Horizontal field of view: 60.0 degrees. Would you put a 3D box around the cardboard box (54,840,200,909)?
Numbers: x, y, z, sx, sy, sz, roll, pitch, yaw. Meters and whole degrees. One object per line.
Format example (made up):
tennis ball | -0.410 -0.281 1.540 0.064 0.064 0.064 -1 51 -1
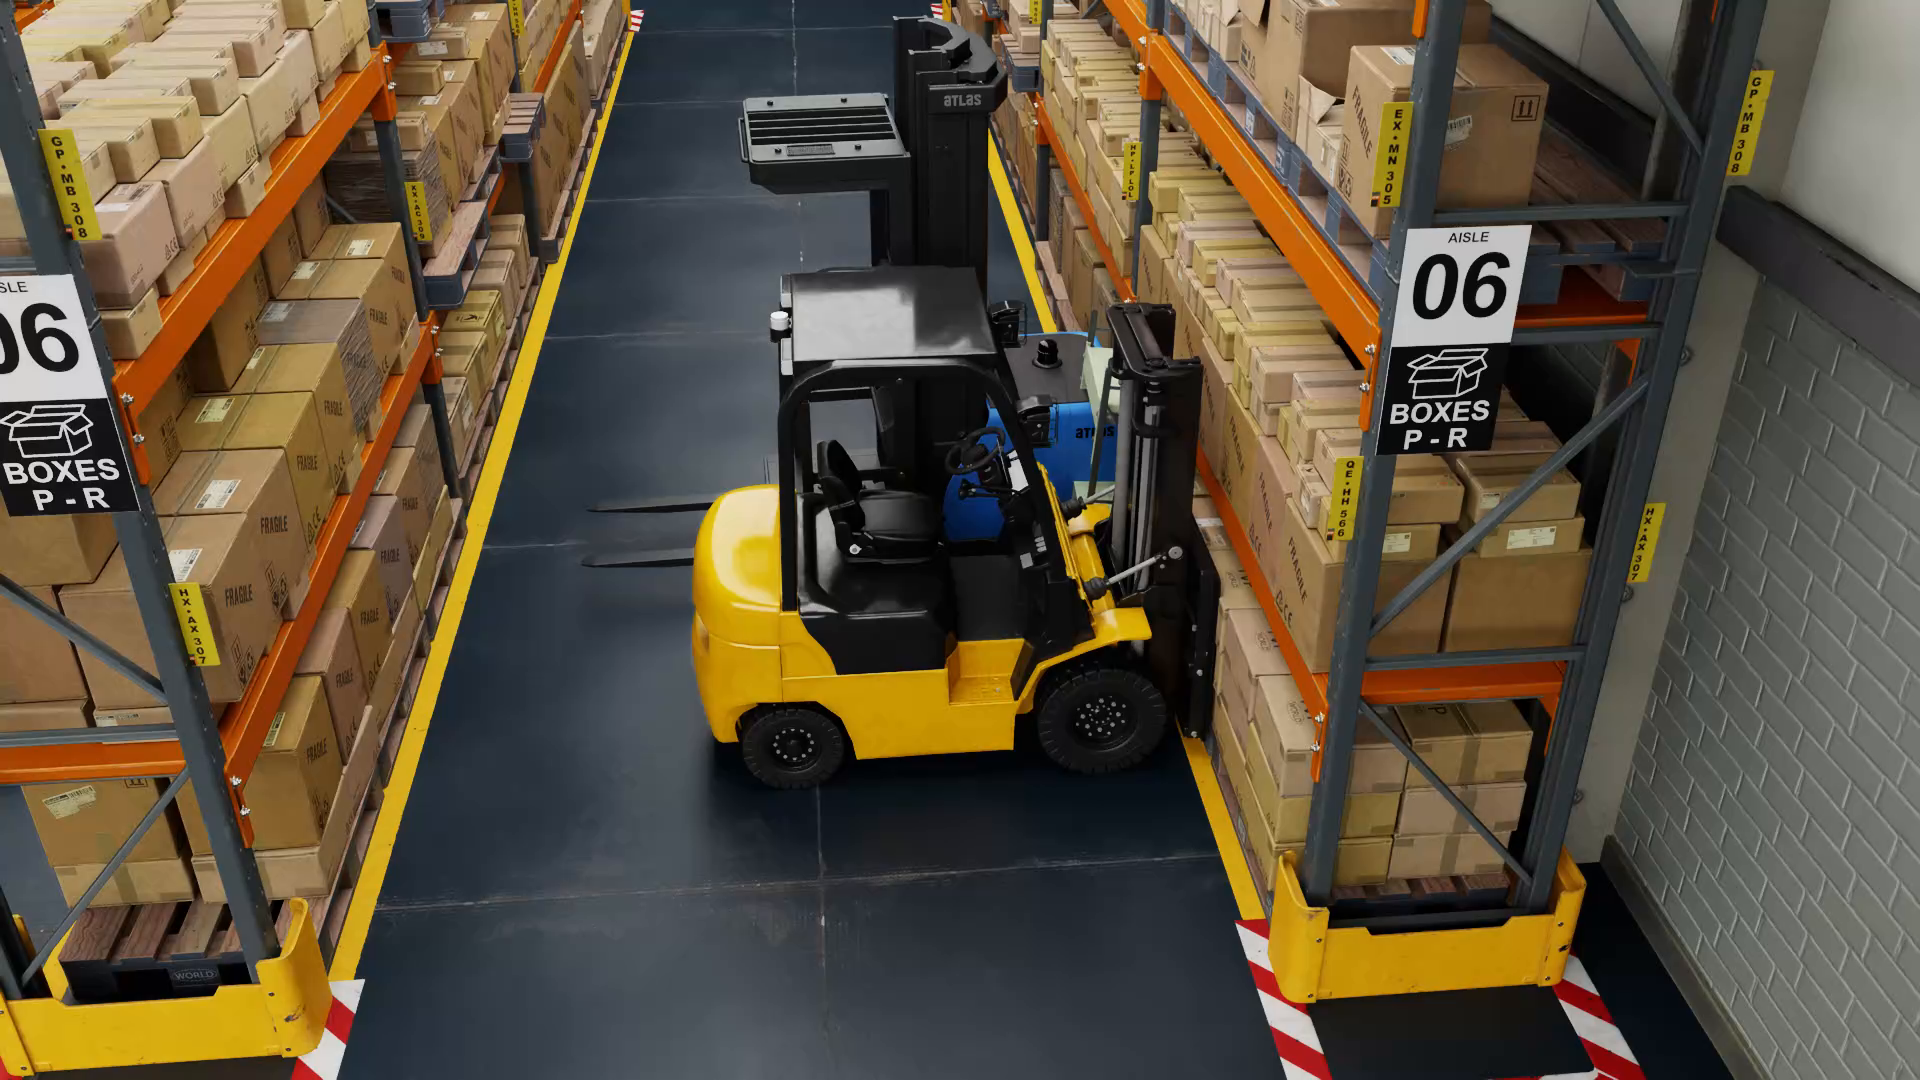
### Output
cardboard box | -3.424 1.267 6.975 0.500 0.250 0.500 -3 31 -5

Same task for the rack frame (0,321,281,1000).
rack frame | -3.078 0.679 5.687 1.000 3.000 0.127 -3 31 -5

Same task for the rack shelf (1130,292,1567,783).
rack shelf | 1.676 -0.273 7.983 1.077 0.370 4.000 -3 31 -5

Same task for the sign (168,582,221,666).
sign | -2.538 0.282 5.509 0.100 0.325 0.005 -3 31 -5

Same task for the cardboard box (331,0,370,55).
cardboard box | -3.142 -2.501 7.942 0.500 0.250 0.500 -3 31 -5

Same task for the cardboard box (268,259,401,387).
cardboard box | -3.108 -1.056 8.205 0.500 0.500 0.500 -2 31 -3

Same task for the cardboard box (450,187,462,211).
cardboard box | -3.289 -2.135 10.234 0.380 0.149 0.250 -2 31 -4

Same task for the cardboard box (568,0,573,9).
cardboard box | -3.907 -5.166 15.620 0.500 0.250 0.500 -3 31 -6

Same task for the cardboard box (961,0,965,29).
cardboard box | 0.372 -6.081 19.034 0.700 0.500 0.500 -2 31 -3

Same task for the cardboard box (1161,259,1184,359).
cardboard box | 1.336 -1.141 8.638 0.500 0.500 0.500 -2 31 -4

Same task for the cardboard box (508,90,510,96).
cardboard box | -3.464 -3.188 11.998 0.380 0.149 0.250 -2 31 -4

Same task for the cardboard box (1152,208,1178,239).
cardboard box | 1.258 -1.749 9.022 0.380 0.149 0.250 -3 31 -5

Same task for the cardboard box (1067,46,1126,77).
cardboard box | 0.965 -3.390 11.771 0.380 0.149 0.250 -2 31 -4

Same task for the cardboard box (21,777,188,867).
cardboard box | -3.413 0.961 6.756 0.500 0.500 0.500 -3 31 -4

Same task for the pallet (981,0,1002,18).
pallet | 0.708 -5.191 15.703 1.003 0.211 1.213 -3 31 -5

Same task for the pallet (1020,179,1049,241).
pallet | 1.084 -2.831 14.283 1.003 0.211 1.213 -3 31 -5

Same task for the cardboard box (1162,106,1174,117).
cardboard box | 1.567 -2.805 11.180 0.500 0.250 0.500 -3 31 -6

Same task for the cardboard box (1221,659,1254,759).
cardboard box | 1.470 0.735 7.379 0.500 0.250 0.500 -3 31 -5

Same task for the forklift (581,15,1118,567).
forklift | -0.619 -1.212 8.921 3.031 2.935 1.130 -4 31 -7

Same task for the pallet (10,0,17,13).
pallet | -9.192 -4.679 14.845 1.003 0.211 1.213 -3 31 -5

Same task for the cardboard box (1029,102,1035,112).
cardboard box | 0.801 -3.682 14.384 0.380 0.149 0.250 -2 31 -3

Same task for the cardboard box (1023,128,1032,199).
cardboard box | 0.826 -3.214 14.233 0.500 0.500 0.500 -3 31 -5

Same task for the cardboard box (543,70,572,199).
cardboard box | -3.887 -3.485 14.322 0.875 0.875 0.875 -2 31 -4

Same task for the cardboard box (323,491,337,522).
cardboard box | -3.001 -0.194 7.395 0.380 0.149 0.250 -4 31 -6

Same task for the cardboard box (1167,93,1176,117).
cardboard box | 1.574 -2.894 10.940 0.380 0.149 0.250 -2 31 -4

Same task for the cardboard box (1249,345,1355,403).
cardboard box | 1.431 -0.697 6.972 0.380 0.149 0.250 -2 31 -3

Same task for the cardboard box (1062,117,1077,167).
cardboard box | 1.011 -2.822 11.696 0.500 0.250 0.500 -4 31 -6

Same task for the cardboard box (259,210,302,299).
cardboard box | -3.601 -1.466 7.916 0.700 0.500 0.500 -3 31 -4

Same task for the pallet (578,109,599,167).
pallet | -4.052 -3.860 16.006 1.003 0.211 1.213 -3 31 -5

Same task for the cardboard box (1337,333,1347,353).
cardboard box | 1.920 -0.985 7.745 0.380 0.149 0.250 -4 31 -6

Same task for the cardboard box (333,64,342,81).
cardboard box | -3.183 -2.263 7.934 0.380 0.149 0.250 -2 31 -4

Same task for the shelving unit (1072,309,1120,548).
shelving unit | 0.839 -0.371 8.857 0.431 1.500 0.755 3 30 -4

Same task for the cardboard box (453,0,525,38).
cardboard box | -3.628 -4.141 12.685 0.500 0.500 0.500 -4 31 -6

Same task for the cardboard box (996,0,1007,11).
cardboard box | 0.686 -4.987 14.668 0.700 0.500 0.500 -3 31 -5

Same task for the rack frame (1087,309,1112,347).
rack frame | 0.829 -0.556 9.172 0.400 1.500 0.023 3 30 -4

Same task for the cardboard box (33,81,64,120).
cardboard box | -3.420 -1.522 5.914 0.380 0.149 0.250 -3 31 -5

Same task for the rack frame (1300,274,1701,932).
rack frame | 1.863 0.440 6.089 1.000 3.000 0.127 -3 31 -5

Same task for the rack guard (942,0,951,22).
rack guard | 0.376 -6.617 20.341 1.175 0.500 0.348 -3 31 -5

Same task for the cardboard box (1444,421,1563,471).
cardboard box | 2.082 -0.330 6.357 0.380 0.149 0.250 -2 31 -3

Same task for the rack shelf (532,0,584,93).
rack shelf | -4.013 -4.117 14.420 1.077 0.370 4.000 -3 31 -5

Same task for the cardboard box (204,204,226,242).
cardboard box | -2.967 -1.213 6.175 0.380 0.149 0.250 -4 31 -6

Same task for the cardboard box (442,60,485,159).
cardboard box | -3.349 -2.737 10.611 0.500 0.500 0.500 -4 31 -7

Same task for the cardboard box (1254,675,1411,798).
cardboard box | 1.510 0.790 6.798 0.500 0.250 0.500 -2 31 -3

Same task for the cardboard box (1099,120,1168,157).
cardboard box | 1.067 -2.474 10.237 0.380 0.149 0.250 -4 31 -6

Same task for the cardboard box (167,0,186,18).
cardboard box | -3.679 -2.442 7.455 0.380 0.149 0.250 -4 31 -6

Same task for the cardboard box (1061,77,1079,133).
cardboard box | 0.991 -3.033 11.561 0.500 0.250 0.500 -4 31 -6

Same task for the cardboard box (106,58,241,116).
cardboard box | -2.921 -1.684 6.186 0.380 0.149 0.250 -2 31 -3

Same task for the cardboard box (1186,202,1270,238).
cardboard box | 1.371 -1.616 8.510 0.380 0.149 0.250 -3 31 -6

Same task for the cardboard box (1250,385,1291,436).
cardboard box | 1.451 -0.571 7.051 0.380 0.149 0.250 -4 31 -6

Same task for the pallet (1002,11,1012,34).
pallet | 0.930 -4.555 14.638 1.003 0.211 1.213 -3 31 -5

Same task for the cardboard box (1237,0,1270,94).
cardboard box | 1.567 -2.158 6.905 0.797 0.503 0.637 -2 31 -3

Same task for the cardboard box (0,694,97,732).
cardboard box | -3.326 0.607 6.054 0.380 0.149 0.250 -2 31 -3
